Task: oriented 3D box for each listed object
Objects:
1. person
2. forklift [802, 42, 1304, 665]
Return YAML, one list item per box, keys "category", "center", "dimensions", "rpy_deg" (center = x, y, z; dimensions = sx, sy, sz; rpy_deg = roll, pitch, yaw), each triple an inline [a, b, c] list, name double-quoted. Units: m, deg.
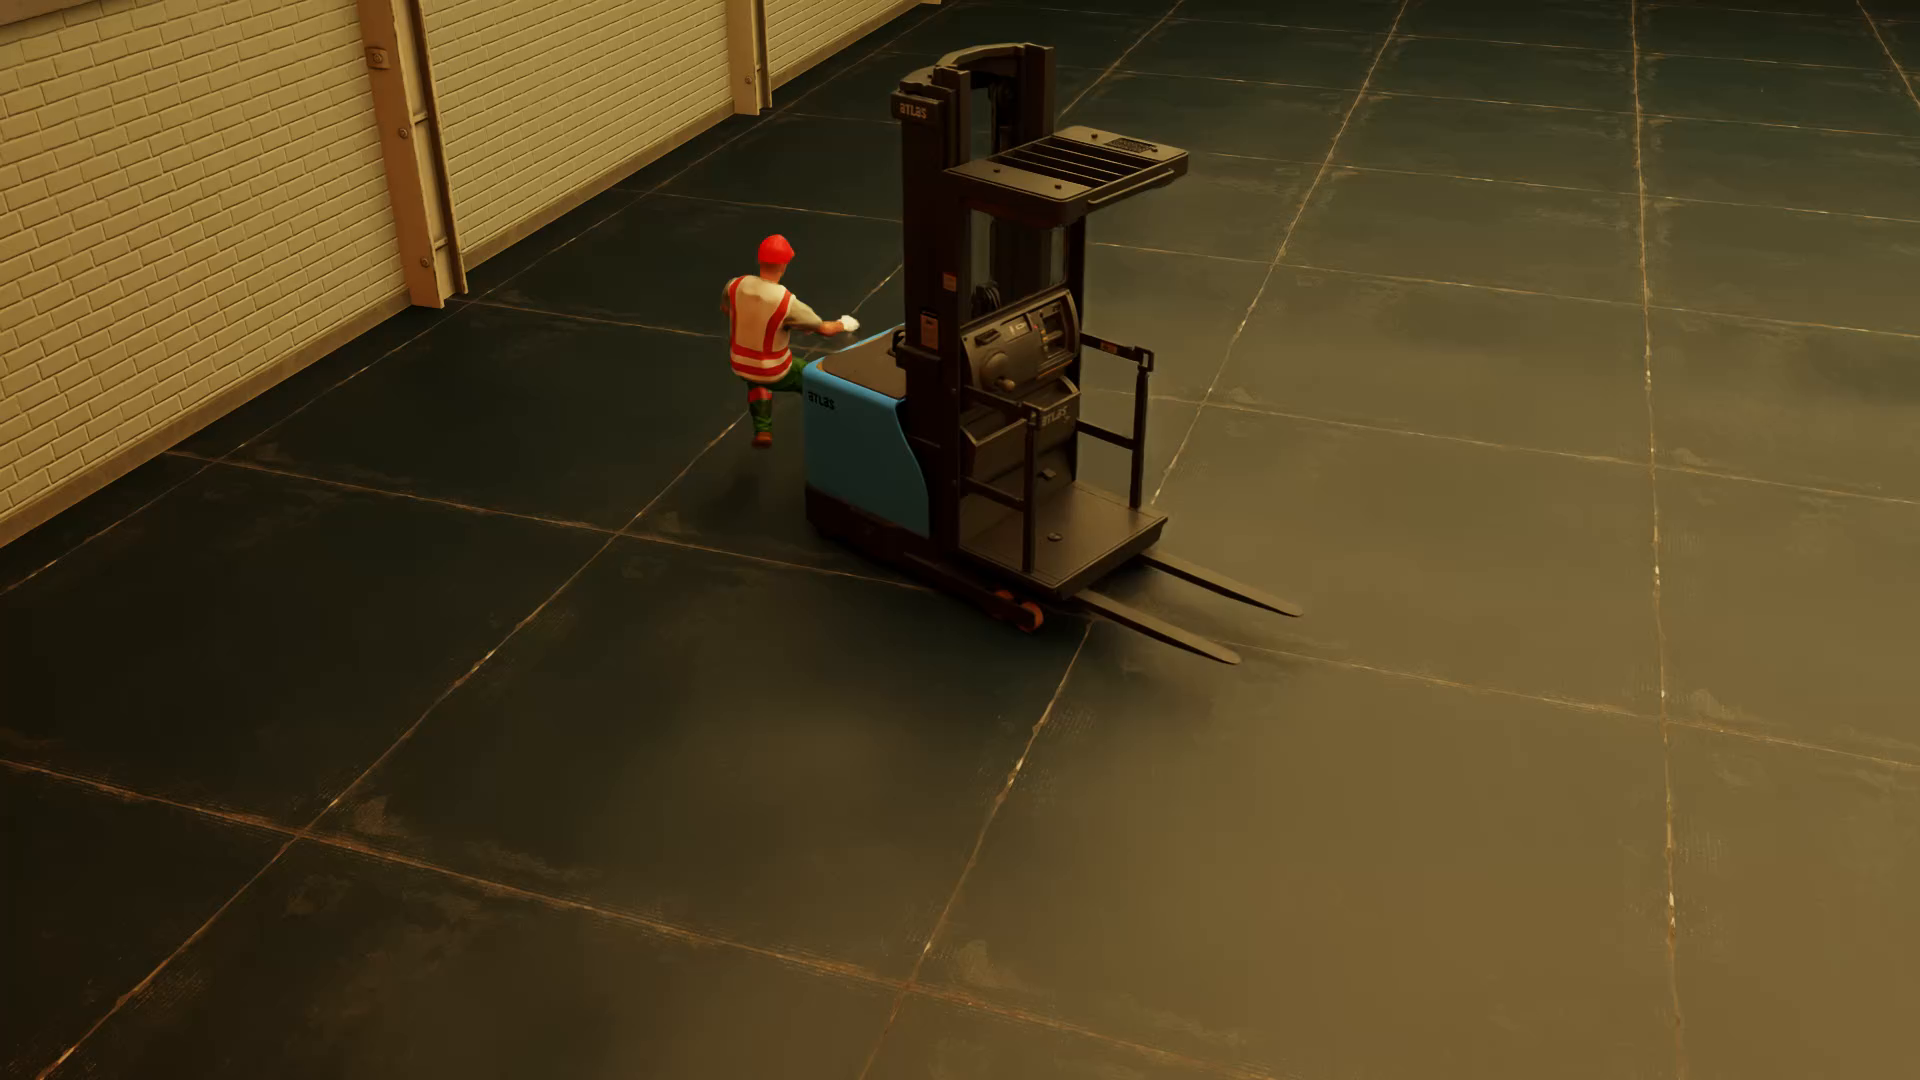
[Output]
- category: "person"
  center: [-1.096, -1.214, 10.542]
  dimensions: [0.803, 1.599, 0.740]
  rpy_deg: [12, 32, 20]
- category: "forklift"
  center: [0.497, -1.058, 8.993]
  dimensions: [3.031, 2.935, 1.130]
  rpy_deg: [23, 37, 35]
